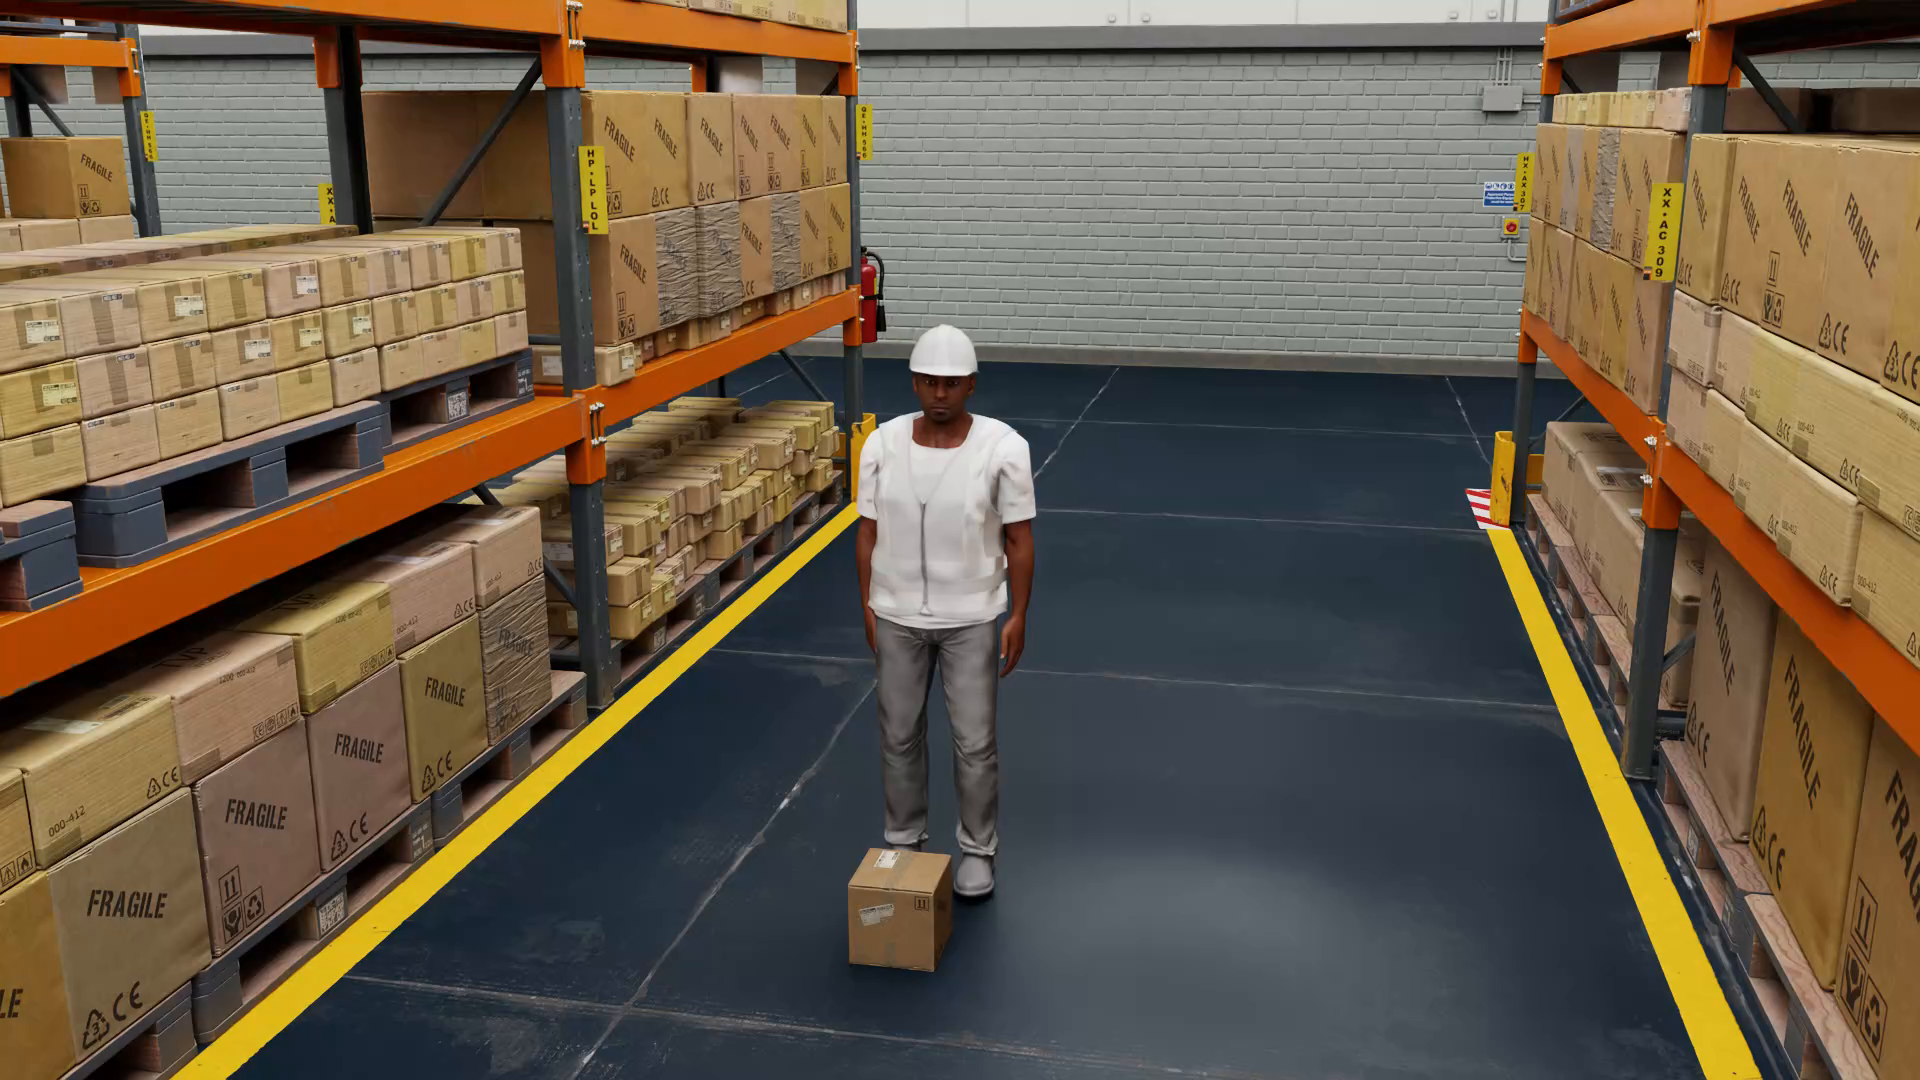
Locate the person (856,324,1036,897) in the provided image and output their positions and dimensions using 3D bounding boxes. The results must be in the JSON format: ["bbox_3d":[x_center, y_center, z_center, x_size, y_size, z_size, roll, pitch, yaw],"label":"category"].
[{"bbox_3d":[-0.055,0.227,5.100,0.563,1.762,0.360,3,15,13],"label":"person"}]
